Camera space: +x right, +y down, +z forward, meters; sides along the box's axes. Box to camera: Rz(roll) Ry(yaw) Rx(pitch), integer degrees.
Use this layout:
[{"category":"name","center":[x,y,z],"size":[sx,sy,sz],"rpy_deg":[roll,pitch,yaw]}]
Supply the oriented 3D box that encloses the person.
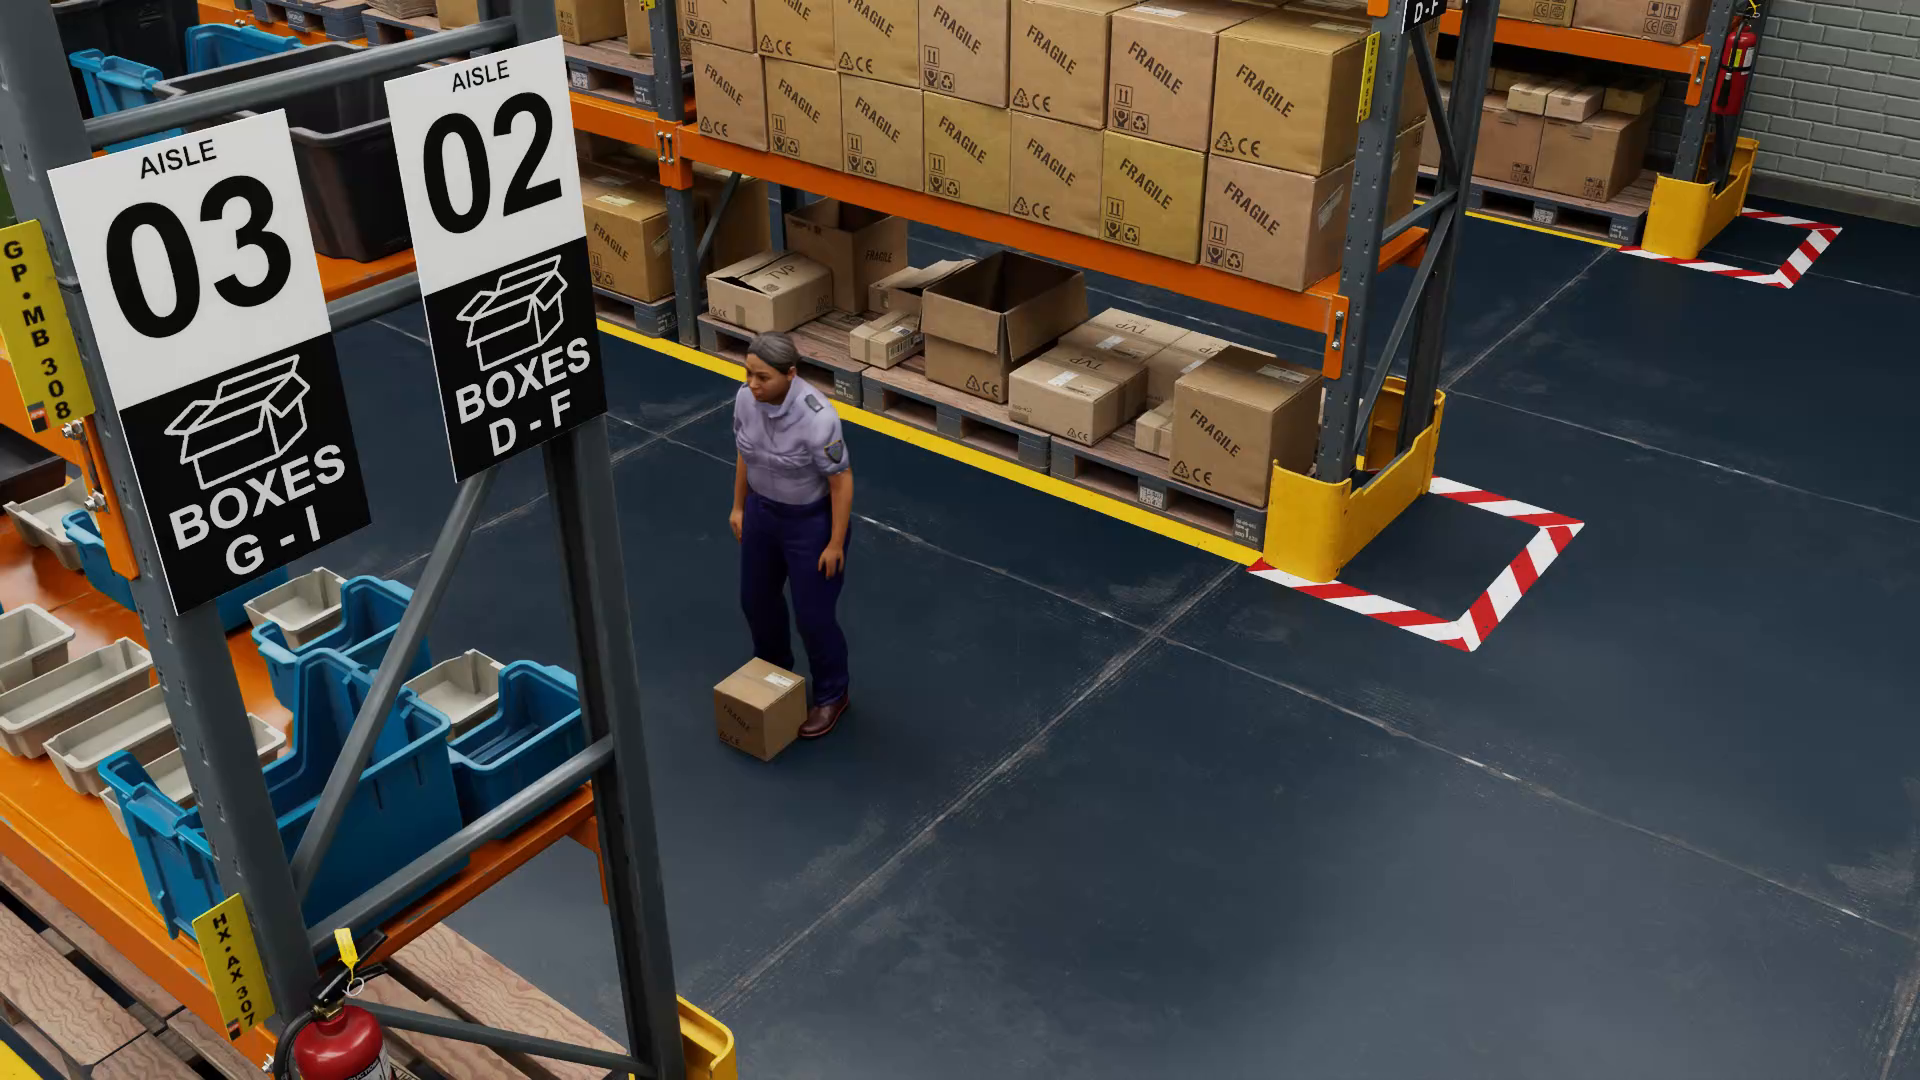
[{"category":"person","center":[-0.635,-0.044,6.227],"size":[0.550,1.637,0.367],"rpy_deg":[21,37,30]}]
